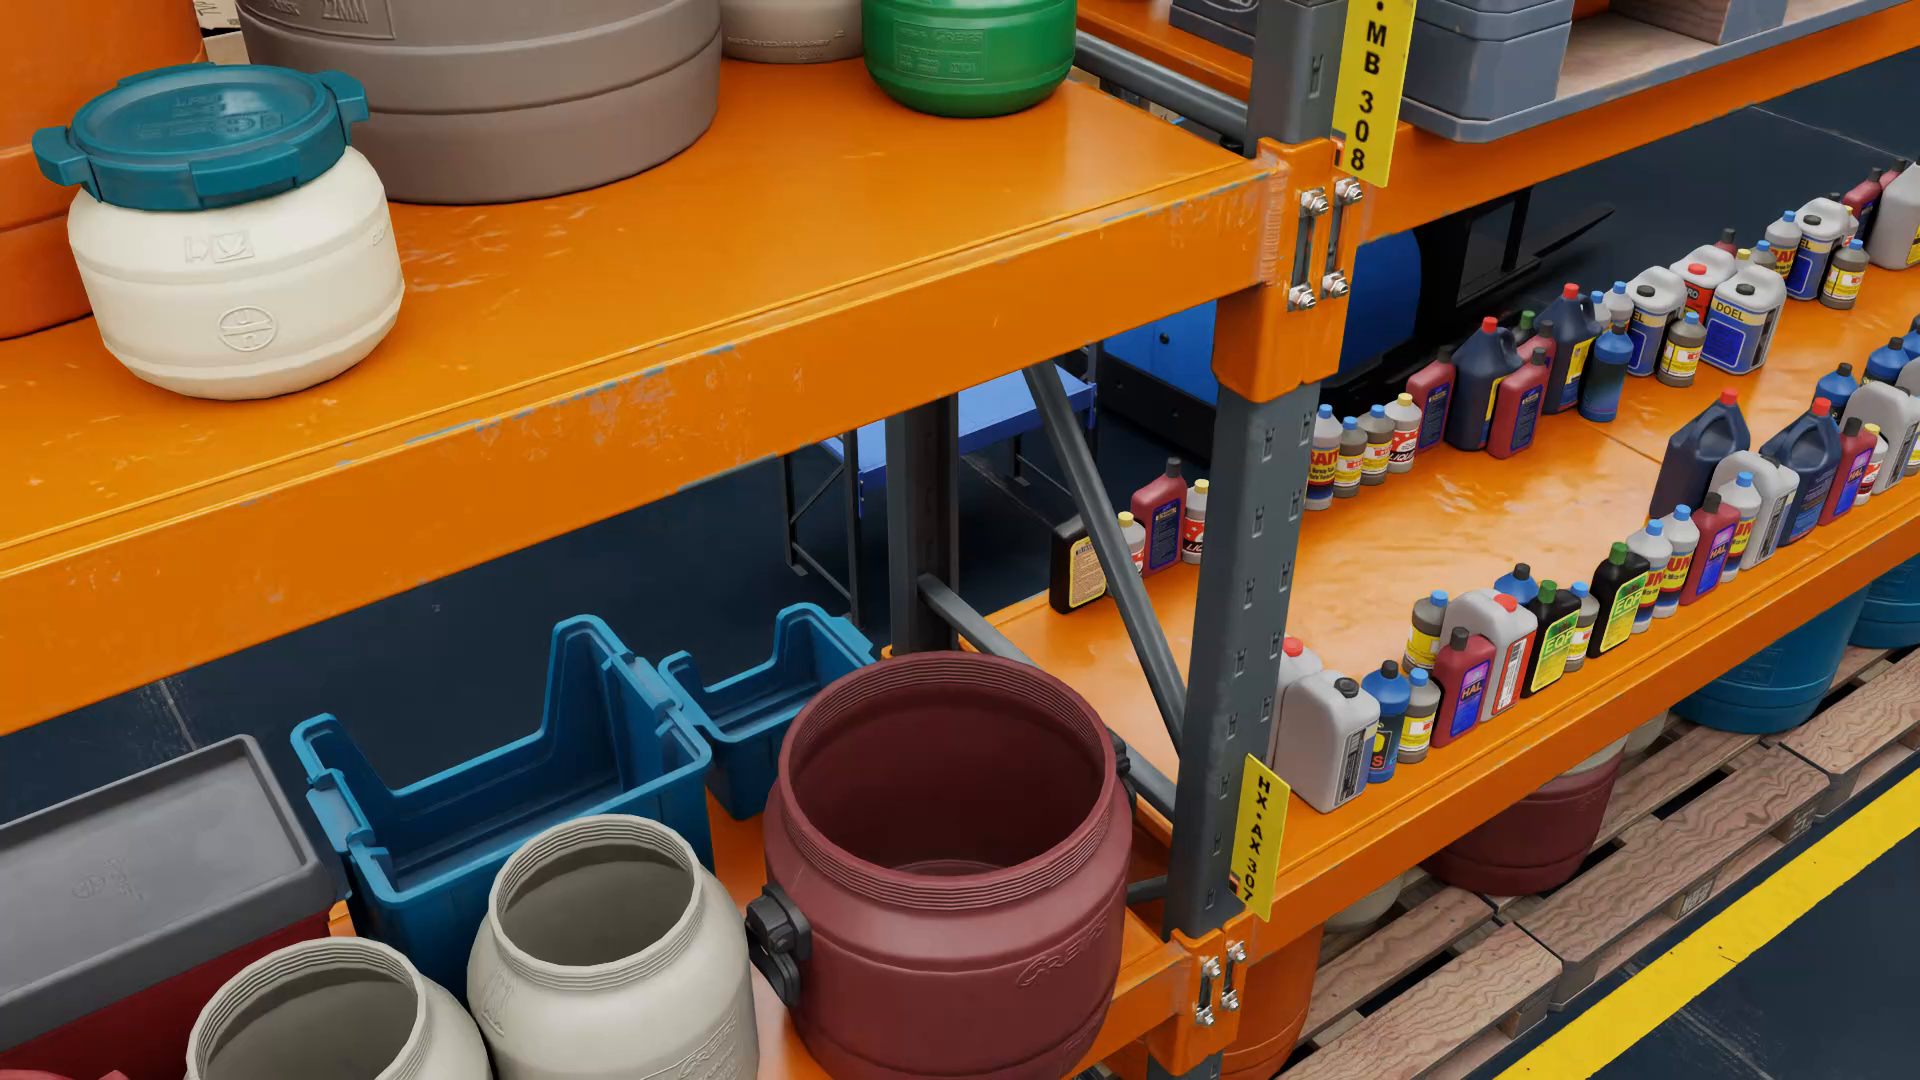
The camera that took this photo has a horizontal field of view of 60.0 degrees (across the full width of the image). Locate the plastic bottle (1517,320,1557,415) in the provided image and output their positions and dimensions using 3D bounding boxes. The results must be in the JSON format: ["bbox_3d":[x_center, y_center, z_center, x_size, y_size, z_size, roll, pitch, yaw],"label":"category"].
[{"bbox_3d":[1.499,-0.438,4.390,0.133,0.283,0.061,-22,41,-28],"label":"plastic bottle"}]

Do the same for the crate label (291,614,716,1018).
[{"bbox_3d":[-0.783,0.507,2.945,0.616,0.435,0.502,-22,41,-28],"label":"crate label"}]

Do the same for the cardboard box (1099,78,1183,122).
[{"bbox_3d":[1.071,-2.519,9.110,0.500,0.311,0.500,-22,41,-28],"label":"cardboard box"}]

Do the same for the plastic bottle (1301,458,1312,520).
[{"bbox_3d":[0.802,-0.148,4.057,0.097,0.201,0.097,0,36,0],"label":"plastic bottle"}]

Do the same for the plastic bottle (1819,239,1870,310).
[{"bbox_3d":[2.644,-0.798,4.961,0.097,0.201,0.097,0,36,0],"label":"plastic bottle"}]

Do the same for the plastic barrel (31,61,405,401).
[{"bbox_3d":[-0.720,-0.306,1.656,0.301,0.262,0.301,0,36,0],"label":"plastic barrel"}]

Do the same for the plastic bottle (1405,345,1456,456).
[{"bbox_3d":[1.204,-0.360,4.282,0.133,0.283,0.061,-22,41,-28],"label":"plastic bottle"}]

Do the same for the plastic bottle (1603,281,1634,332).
[{"bbox_3d":[1.799,-0.587,4.608,0.097,0.271,0.097,0,36,0],"label":"plastic bottle"}]

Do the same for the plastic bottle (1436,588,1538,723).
[{"bbox_3d":[1.103,0.220,3.481,0.135,0.276,0.152,-22,41,-28],"label":"plastic bottle"}]

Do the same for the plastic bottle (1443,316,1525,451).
[{"bbox_3d":[1.358,-0.421,4.309,0.185,0.351,0.144,-22,41,-28],"label":"plastic bottle"}]

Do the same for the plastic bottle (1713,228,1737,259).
[{"bbox_3d":[2.183,-0.763,4.842,0.133,0.283,0.061,-22,41,-28],"label":"plastic bottle"}]

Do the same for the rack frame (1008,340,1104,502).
[{"bbox_3d":[0.346,-0.751,6.010,0.032,1.500,0.500,-22,41,-28],"label":"rack frame"}]

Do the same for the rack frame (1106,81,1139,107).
[{"bbox_3d":[0.604,-3.394,8.400,0.127,3.000,1.000,-22,41,-28],"label":"rack frame"}]

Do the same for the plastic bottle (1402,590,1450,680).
[{"bbox_3d":[1.016,0.197,3.577,0.097,0.201,0.097,0,36,0],"label":"plastic bottle"}]

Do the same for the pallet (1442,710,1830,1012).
[{"bbox_3d":[1.801,0.756,5.019,1.213,0.211,1.003,-22,41,-28],"label":"pallet"}]

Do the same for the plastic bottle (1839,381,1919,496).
[{"bbox_3d":[2.308,-0.276,4.171,0.135,0.276,0.152,-22,41,-28],"label":"plastic bottle"}]

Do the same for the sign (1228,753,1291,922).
[{"bbox_3d":[0.507,0.511,2.831,0.005,0.325,0.100,-22,41,-28],"label":"sign"}]

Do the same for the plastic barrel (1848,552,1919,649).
[{"bbox_3d":[3.000,-0.173,5.358,0.708,0.901,0.600,-22,41,-28],"label":"plastic barrel"}]

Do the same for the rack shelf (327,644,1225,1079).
[{"bbox_3d":[-1.450,1.281,2.516,4.000,0.370,1.077,-22,41,-28],"label":"rack shelf"}]

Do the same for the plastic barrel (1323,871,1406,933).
[{"bbox_3d":[0.985,0.751,4.408,0.421,0.512,0.421,0,36,0],"label":"plastic barrel"}]

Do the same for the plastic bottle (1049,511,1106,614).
[{"bbox_3d":[0.269,0.024,3.747,0.133,0.283,0.061,-22,41,-28],"label":"plastic bottle"}]

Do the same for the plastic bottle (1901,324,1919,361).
[{"bbox_3d":[2.520,-0.451,4.418,0.097,0.271,0.097,0,36,0],"label":"plastic bottle"}]

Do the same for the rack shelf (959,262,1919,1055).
[{"bbox_3d":[1.819,-0.064,4.386,4.000,0.370,1.077,-22,41,-28],"label":"rack shelf"}]

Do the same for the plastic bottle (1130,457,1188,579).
[{"bbox_3d":[0.458,-0.053,3.855,0.133,0.283,0.061,-22,41,-28],"label":"plastic bottle"}]

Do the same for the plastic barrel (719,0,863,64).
[{"bbox_3d":[-0.246,-0.988,2.390,0.421,0.512,0.421,0,36,0],"label":"plastic barrel"}]

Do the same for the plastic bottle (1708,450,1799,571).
[{"bbox_3d":[1.858,-0.091,3.914,0.135,0.276,0.152,-22,41,-28],"label":"plastic bottle"}]

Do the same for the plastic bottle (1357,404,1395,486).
[{"bbox_3d":[1.040,-0.247,4.194,0.097,0.201,0.097,0,36,0],"label":"plastic bottle"}]

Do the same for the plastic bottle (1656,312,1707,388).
[{"bbox_3d":[1.997,-0.532,4.590,0.097,0.201,0.097,0,36,0],"label":"plastic bottle"}]

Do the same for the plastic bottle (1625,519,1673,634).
[{"bbox_3d":[1.511,0.073,3.689,0.097,0.271,0.097,0,36,0],"label":"plastic bottle"}]

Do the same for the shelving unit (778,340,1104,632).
[{"bbox_3d":[-0.070,-0.580,5.772,1.048,1.500,0.538,-22,41,-28],"label":"shelving unit"}]

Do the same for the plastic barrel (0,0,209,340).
[{"bbox_3d":[-1.146,-0.683,1.694,0.708,0.830,0.600,-22,41,-28],"label":"plastic barrel"}]

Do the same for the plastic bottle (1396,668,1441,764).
[{"bbox_3d":[0.915,0.347,3.368,0.097,0.201,0.097,0,36,0],"label":"plastic bottle"}]

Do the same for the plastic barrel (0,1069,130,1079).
[{"bbox_3d":[-1.223,0.997,2.178,0.433,0.535,0.433,0,36,0],"label":"plastic barrel"}]

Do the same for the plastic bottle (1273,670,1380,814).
[{"bbox_3d":[0.724,0.376,3.265,0.135,0.276,0.152,-22,41,-28],"label":"plastic bottle"}]

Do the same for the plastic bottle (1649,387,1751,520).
[{"bbox_3d":[1.793,-0.200,4.002,0.185,0.351,0.144,-22,41,-28],"label":"plastic bottle"}]

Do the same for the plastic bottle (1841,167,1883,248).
[{"bbox_3d":[2.800,-1.017,5.195,0.133,0.283,0.061,-22,41,-28],"label":"plastic bottle"}]

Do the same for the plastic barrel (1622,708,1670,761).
[{"bbox_3d":[1.908,0.371,4.936,0.421,0.512,0.421,0,36,0],"label":"plastic barrel"}]

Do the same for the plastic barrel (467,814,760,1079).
[{"bbox_3d":[-0.533,0.719,2.585,0.421,0.512,0.421,0,36,0],"label":"plastic barrel"}]

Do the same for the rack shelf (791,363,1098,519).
[{"bbox_3d":[-0.070,-0.434,5.877,1.000,0.185,0.538,-22,41,-28],"label":"rack shelf"}]

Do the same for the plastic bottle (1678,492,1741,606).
[{"bbox_3d":[1.695,0.006,3.773,0.133,0.283,0.061,-22,41,-28],"label":"plastic bottle"}]

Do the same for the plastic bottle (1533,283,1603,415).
[{"bbox_3d":[1.618,-0.528,4.458,0.185,0.351,0.144,-22,41,-28],"label":"plastic bottle"}]

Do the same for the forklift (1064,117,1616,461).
[{"bbox_3d":[1.869,-2.188,6.783,3.031,2.935,1.130,-28,44,-33],"label":"forklift"}]

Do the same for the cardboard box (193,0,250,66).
[{"bbox_3d":[-2.988,-1.911,6.415,0.500,0.311,0.500,-20,40,-25],"label":"cardboard box"}]

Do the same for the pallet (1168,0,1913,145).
[{"bbox_3d":[0.866,-1.035,2.713,1.213,0.211,1.003,-22,41,-28],"label":"pallet"}]

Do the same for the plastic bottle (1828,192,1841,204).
[{"bbox_3d":[2.636,-0.932,5.087,0.097,0.271,0.097,0,36,0],"label":"plastic bottle"}]

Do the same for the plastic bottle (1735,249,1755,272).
[{"bbox_3d":[2.288,-0.760,4.908,0.097,0.201,0.097,0,36,0],"label":"plastic bottle"}]

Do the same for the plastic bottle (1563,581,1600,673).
[{"bbox_3d":[1.322,0.180,3.602,0.097,0.201,0.097,0,36,0],"label":"plastic bottle"}]

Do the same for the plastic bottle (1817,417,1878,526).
[{"bbox_3d":[2.145,-0.179,4.030,0.133,0.283,0.061,-22,41,-28],"label":"plastic bottle"}]

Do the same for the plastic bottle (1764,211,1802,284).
[{"bbox_3d":[2.447,-0.854,4.978,0.097,0.271,0.097,0,36,0],"label":"plastic bottle"}]

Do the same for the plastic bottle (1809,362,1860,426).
[{"bbox_3d":[2.221,-0.327,4.246,0.097,0.271,0.097,0,36,0],"label":"plastic bottle"}]

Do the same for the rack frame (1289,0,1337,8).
[{"bbox_3d":[0.185,-2.119,1.489,0.127,3.000,1.000,-22,41,-28],"label":"rack frame"}]

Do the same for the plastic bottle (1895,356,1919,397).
[{"bbox_3d":[2.497,-0.354,4.279,0.135,0.276,0.152,-22,41,-28],"label":"plastic bottle"}]
